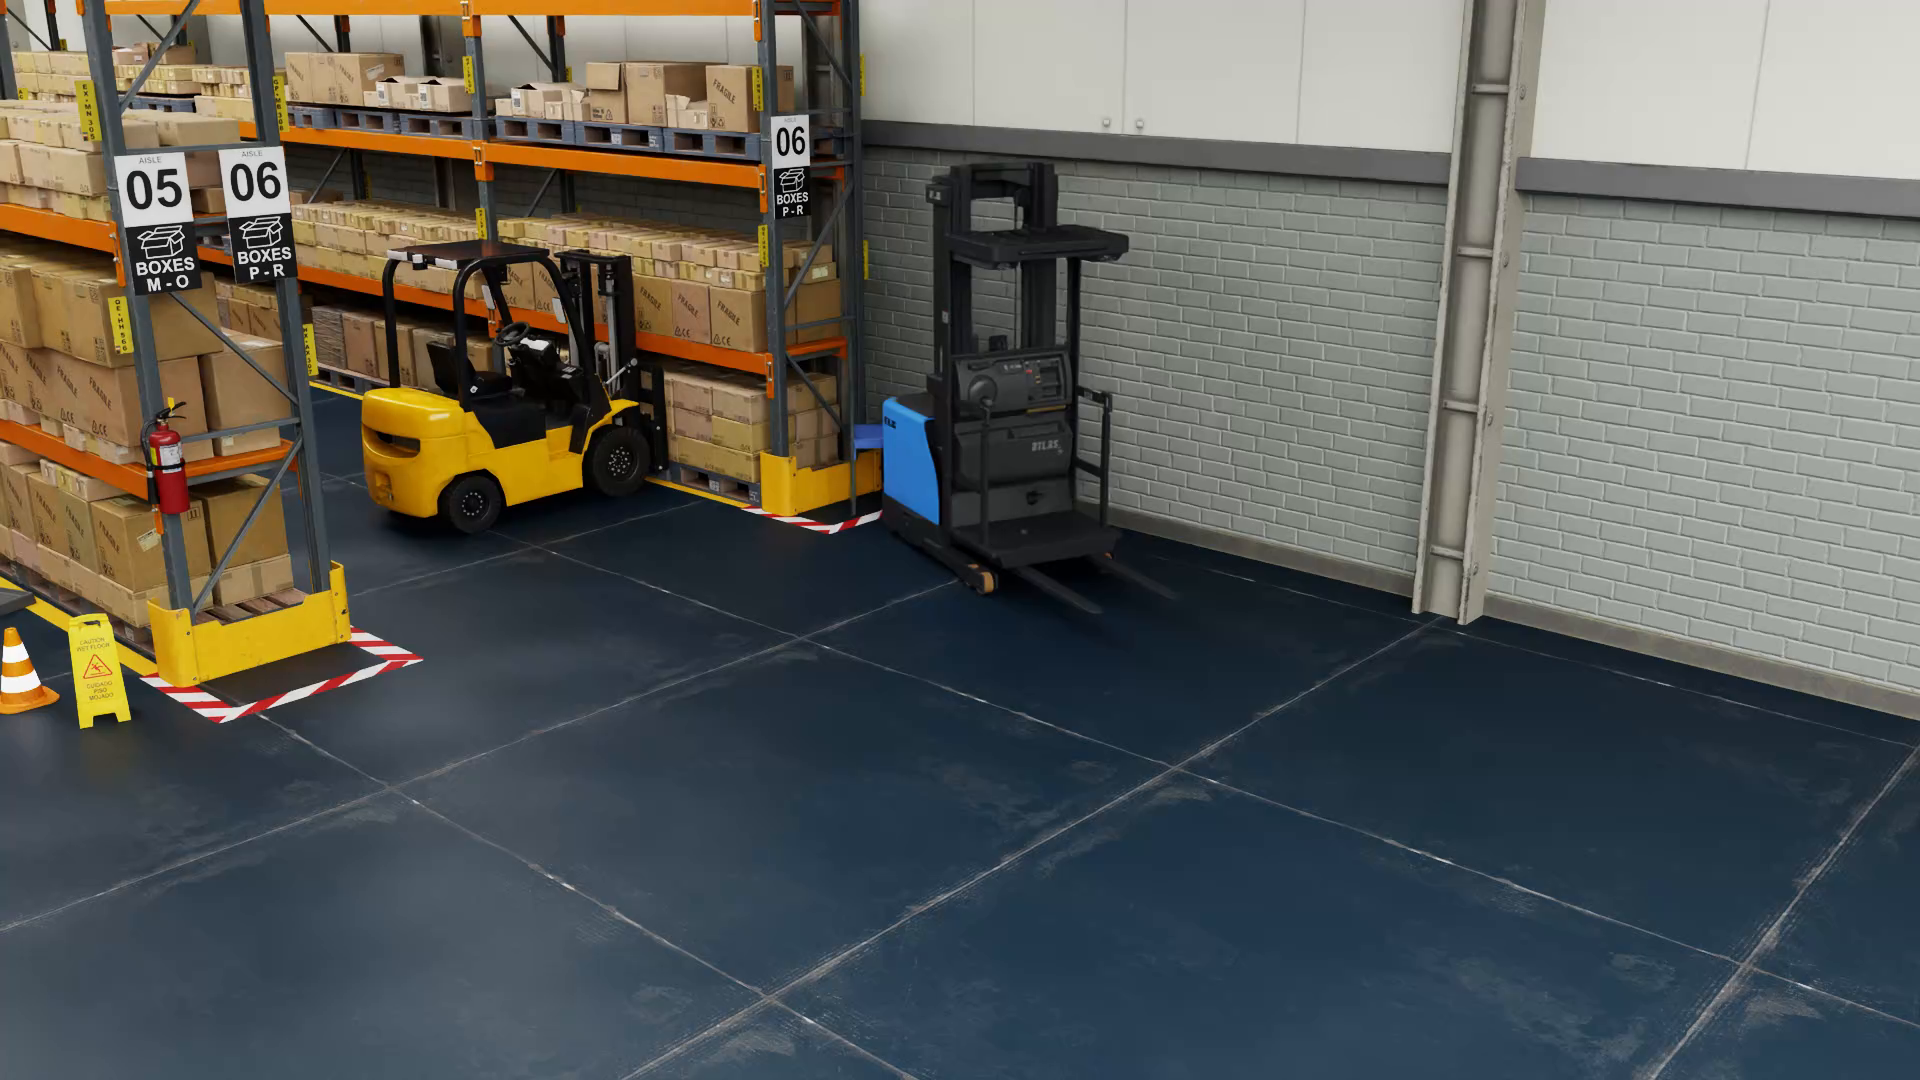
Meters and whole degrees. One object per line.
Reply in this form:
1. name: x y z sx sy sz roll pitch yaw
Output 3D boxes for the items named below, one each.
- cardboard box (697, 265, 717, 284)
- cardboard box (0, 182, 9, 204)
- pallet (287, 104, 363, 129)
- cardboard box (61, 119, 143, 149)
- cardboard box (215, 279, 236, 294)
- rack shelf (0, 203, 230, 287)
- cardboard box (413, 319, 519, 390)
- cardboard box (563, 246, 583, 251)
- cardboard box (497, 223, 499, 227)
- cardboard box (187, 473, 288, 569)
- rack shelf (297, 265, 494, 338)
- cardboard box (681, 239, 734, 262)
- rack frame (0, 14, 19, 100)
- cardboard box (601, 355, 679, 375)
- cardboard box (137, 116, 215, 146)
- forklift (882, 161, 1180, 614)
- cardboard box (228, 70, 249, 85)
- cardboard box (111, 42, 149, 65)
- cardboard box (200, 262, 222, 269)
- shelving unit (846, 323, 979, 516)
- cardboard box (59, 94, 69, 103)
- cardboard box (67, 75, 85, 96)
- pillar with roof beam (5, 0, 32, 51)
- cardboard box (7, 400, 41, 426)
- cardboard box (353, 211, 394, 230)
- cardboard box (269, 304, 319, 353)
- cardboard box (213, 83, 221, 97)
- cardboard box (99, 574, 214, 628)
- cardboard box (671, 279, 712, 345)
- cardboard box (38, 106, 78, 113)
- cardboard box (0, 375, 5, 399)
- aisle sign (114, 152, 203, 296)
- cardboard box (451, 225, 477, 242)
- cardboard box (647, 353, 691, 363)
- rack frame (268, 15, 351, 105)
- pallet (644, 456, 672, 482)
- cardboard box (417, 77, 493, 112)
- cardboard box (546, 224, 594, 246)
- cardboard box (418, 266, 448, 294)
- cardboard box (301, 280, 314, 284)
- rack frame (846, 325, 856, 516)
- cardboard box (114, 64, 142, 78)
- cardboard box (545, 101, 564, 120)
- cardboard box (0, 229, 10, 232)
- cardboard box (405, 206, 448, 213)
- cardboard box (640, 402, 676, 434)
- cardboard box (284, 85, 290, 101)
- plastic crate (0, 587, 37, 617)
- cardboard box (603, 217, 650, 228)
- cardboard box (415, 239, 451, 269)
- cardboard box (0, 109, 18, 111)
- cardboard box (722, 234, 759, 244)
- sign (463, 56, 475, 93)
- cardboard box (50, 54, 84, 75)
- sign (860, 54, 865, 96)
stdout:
1. cardboard box: -1.995 -2.260 14.038 0.250 0.149 0.380 16 23 40
2. cardboard box: -6.109 -2.280 10.793 0.250 0.149 0.380 15 23 39
3. pallet: -6.602 -4.617 18.054 1.003 0.211 1.213 16 24 42
4. cardboard box: -5.094 -2.415 9.900 0.250 0.149 0.380 16 23 40
5. cardboard box: -8.830 -3.086 20.243 0.250 0.149 0.380 15 23 39
6. rack shelf: -5.973 -2.151 11.162 4.000 0.370 1.077 15 23 39
7. cardboard box: -5.150 -1.918 17.428 0.625 0.625 0.875 15 23 39
8. cardboard box: -3.375 -2.606 15.128 0.250 0.149 0.380 15 23 39
9. cardboard box: -4.464 -3.132 16.783 0.250 0.149 0.380 14 22 37
10. cardboard box: -4.916 -0.139 11.203 0.500 0.500 0.500 14 22 37
11. rack shelf: -5.673 -2.649 17.688 4.000 0.370 1.077 15 23 39
12. cardboard box: -2.149 -2.465 14.192 0.250 0.149 0.380 15 23 40
13. rack frame: -7.469 -4.326 11.865 0.127 3.000 1.000 15 23 39
14. cardboard box: -2.881 -1.479 15.010 0.500 0.250 0.500 14 23 38
15. cardboard box: -4.807 -2.518 10.224 0.250 0.149 0.380 15 23 39
16. forklift: 0.493 -1.160 11.922 1.130 2.935 3.031 -9 20 -26
17. cardboard box: -7.982 -5.204 18.688 0.250 0.149 0.380 14 22 37
18. cardboard box: -10.167 -5.954 20.334 0.258 0.266 0.396 15 23 39
19. cardboard box: -9.694 -3.505 21.564 0.250 0.149 0.380 14 22 37
20. shelving unit: -0.394 -1.005 13.798 1.048 1.500 0.538 -2 18 -5
21. cardboard box: -11.556 -5.777 21.813 0.250 0.149 0.380 15 23 40
22. cardboard box: -11.084 -5.838 21.347 0.500 0.250 0.500 14 22 37
23. pillar with roof beam: -17.429 -7.630 22.278 0.400 9.000 9.100 15 23 39
24. cardboard box: -6.289 -0.907 11.427 0.250 0.149 0.380 15 23 39
25. cardboard box: -6.154 -3.362 17.510 0.250 0.149 0.380 16 23 40
26. cardboard box: -7.628 -2.438 19.273 0.500 0.500 0.500 16 24 41
27. cardboard box: -8.323 -5.174 19.087 0.250 0.149 0.380 15 23 40
28. cardboard box: -5.279 0.341 10.929 0.500 0.250 0.500 15 23 39
29. cardboard box: -2.110 -1.980 14.227 0.500 0.500 0.500 16 24 41
30. cardboard box: -6.072 -2.897 11.419 0.250 0.149 0.380 15 23 40
31. cardboard box: -6.567 -1.305 11.608 0.500 0.500 0.500 15 23 39
32. aisle sign: -4.624 -1.824 9.603 0.004 0.787 0.394 15 23 39
33. cardboard box: -4.785 -3.013 16.409 0.250 0.149 0.380 15 23 38
34. cardboard box: -2.541 -1.599 15.390 0.500 0.250 0.500 14 23 38
35. rack frame: -7.169 -6.253 17.937 0.127 3.000 1.000 15 23 39
36. pallet: -2.694 -0.847 15.431 1.213 0.211 1.003 15 23 39
37. cardboard box: -4.881 -4.315 16.079 0.500 0.311 0.500 14 22 38
38. cardboard box: -3.559 -2.801 15.250 0.250 0.149 0.380 16 23 40
39. cardboard box: -5.108 -2.660 16.783 0.500 0.250 0.500 15 23 39
40. cardboard box: -7.914 -3.053 20.138 0.250 0.149 0.380 14 22 37
41. rack frame: -0.900 -0.990 13.751 0.032 1.500 0.500 -2 18 -5
42. cardboard box: -10.229 -5.737 20.334 0.250 0.149 0.380 16 24 41
43. cardboard box: -3.469 -3.835 14.833 0.250 0.149 0.380 16 24 41
44. cardboard box: -7.284 -1.995 12.128 0.500 0.500 0.700 15 23 39
45. cardboard box: -5.753 -3.503 17.952 0.250 0.149 0.380 15 23 38
46. cardboard box: -2.525 -1.144 14.781 0.500 0.250 0.500 14 23 38
47. cardboard box: -7.110 -4.821 17.910 0.250 0.166 0.380 15 23 39
48. plastic crate: -6.839 0.426 11.636 0.583 0.080 0.402 7 19 21
49. cardboard box: -3.142 -2.947 15.709 0.250 0.149 0.380 14 23 38
50. cardboard box: -5.104 -2.899 16.709 0.500 0.250 0.500 14 23 38
51. cardboard box: -6.440 -2.770 11.019 0.250 0.149 0.380 15 23 38
52. cardboard box: -1.850 -2.564 14.503 0.250 0.149 0.380 15 23 40
53. sign: -4.530 -4.291 15.341 0.005 0.325 0.100 15 23 39
54. cardboard box: -11.457 -6.185 21.612 0.500 0.250 0.500 16 23 40
55. sign: -0.813 -3.795 13.577 0.005 0.325 0.100 15 23 39
